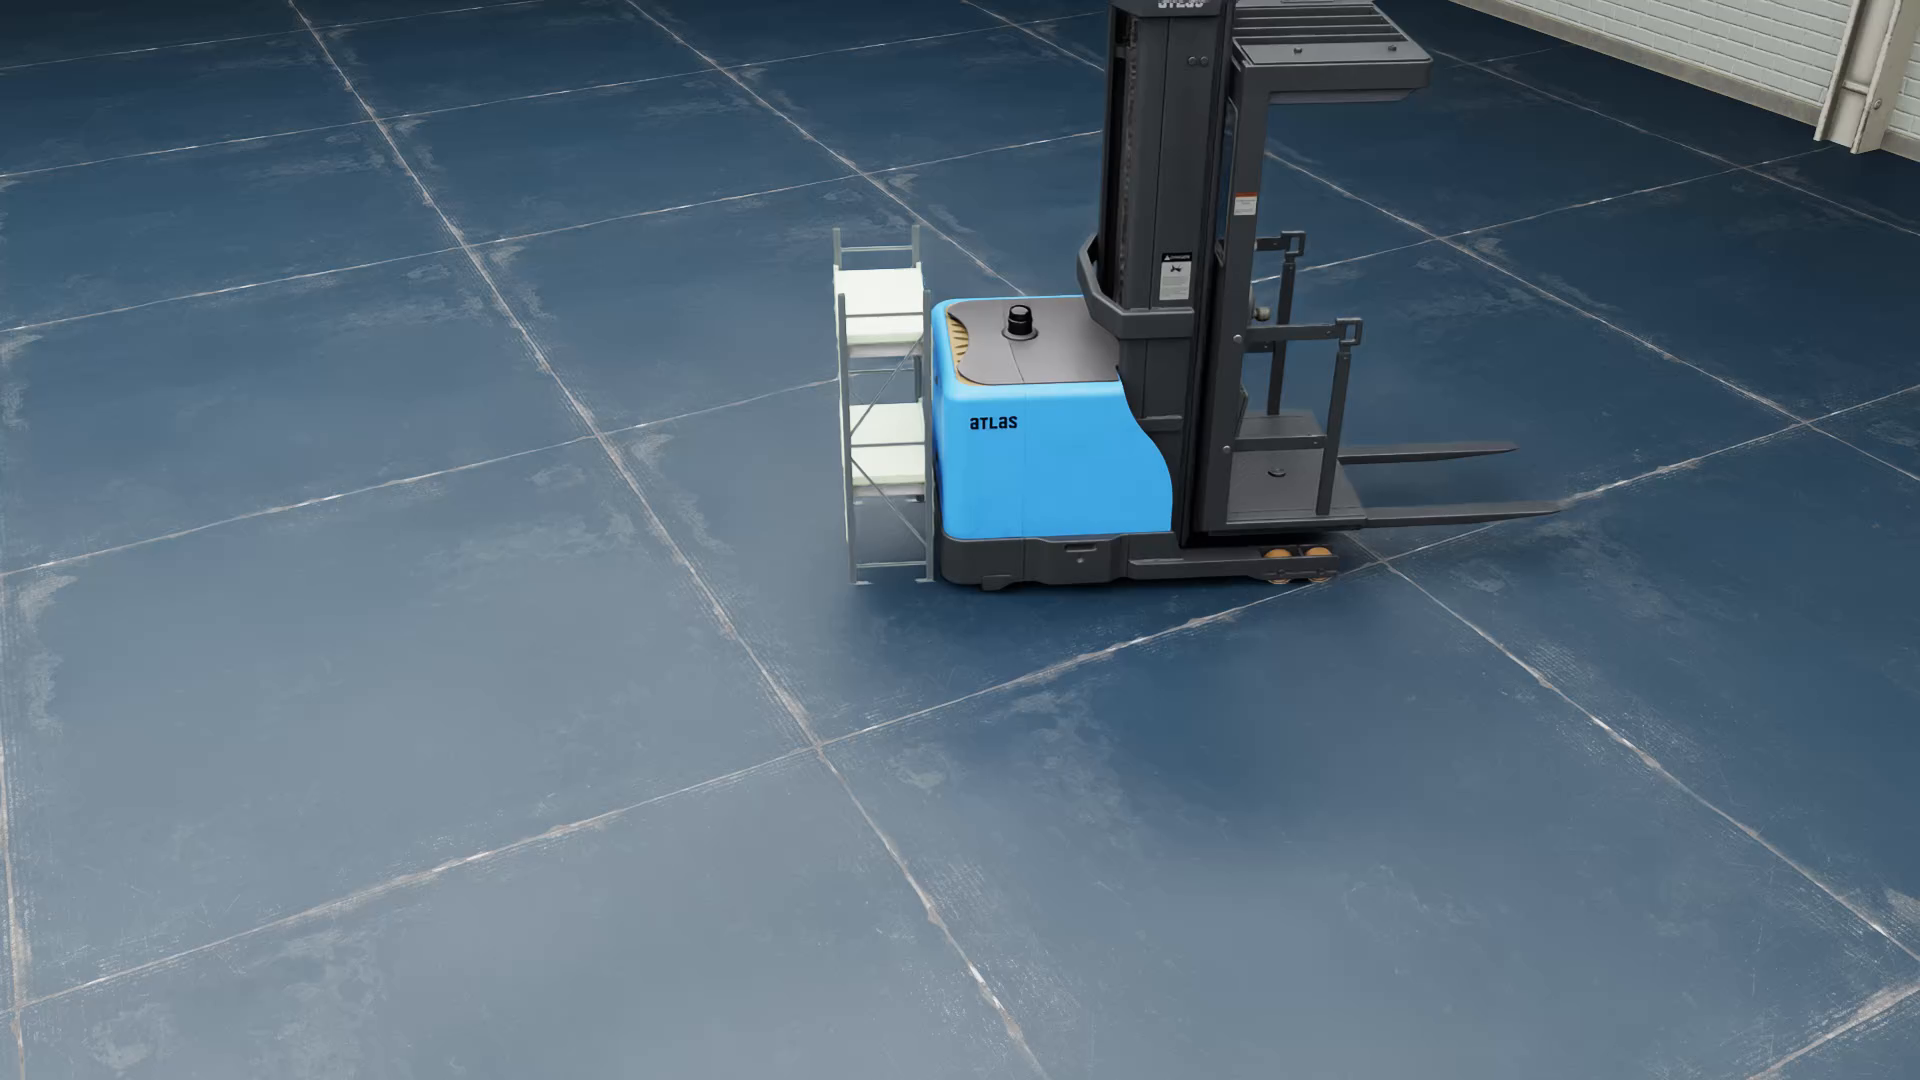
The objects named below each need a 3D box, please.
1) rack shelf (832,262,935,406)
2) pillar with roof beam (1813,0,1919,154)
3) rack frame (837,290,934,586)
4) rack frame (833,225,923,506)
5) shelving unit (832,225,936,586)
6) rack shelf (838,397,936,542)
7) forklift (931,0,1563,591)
[{"bbox_3d":[-0.357,-0.953,7.624,0.431,0.370,0.720,-3,33,-4],"label":"rack shelf"},{"bbox_3d":[3.206,-5.842,9.027,9.100,9.000,0.400,-16,36,-23],"label":"pillar with roof beam"},{"bbox_3d":[-0.325,-0.428,7.528,0.400,1.500,0.023,-3,33,-4],"label":"rack frame"},{"bbox_3d":[-0.390,-0.821,8.142,0.400,1.500,0.023,-3,33,-4],"label":"rack frame"},{"bbox_3d":[-0.357,-0.625,7.835,0.431,1.500,0.755,-3,33,-4],"label":"shelving unit"},{"bbox_3d":[-0.357,-0.350,8.011,0.431,0.370,0.720,-3,33,-4],"label":"rack shelf"},{"bbox_3d":[1.391,-1.307,7.573,3.031,2.935,1.130,-2,33,-4],"label":"forklift"}]
